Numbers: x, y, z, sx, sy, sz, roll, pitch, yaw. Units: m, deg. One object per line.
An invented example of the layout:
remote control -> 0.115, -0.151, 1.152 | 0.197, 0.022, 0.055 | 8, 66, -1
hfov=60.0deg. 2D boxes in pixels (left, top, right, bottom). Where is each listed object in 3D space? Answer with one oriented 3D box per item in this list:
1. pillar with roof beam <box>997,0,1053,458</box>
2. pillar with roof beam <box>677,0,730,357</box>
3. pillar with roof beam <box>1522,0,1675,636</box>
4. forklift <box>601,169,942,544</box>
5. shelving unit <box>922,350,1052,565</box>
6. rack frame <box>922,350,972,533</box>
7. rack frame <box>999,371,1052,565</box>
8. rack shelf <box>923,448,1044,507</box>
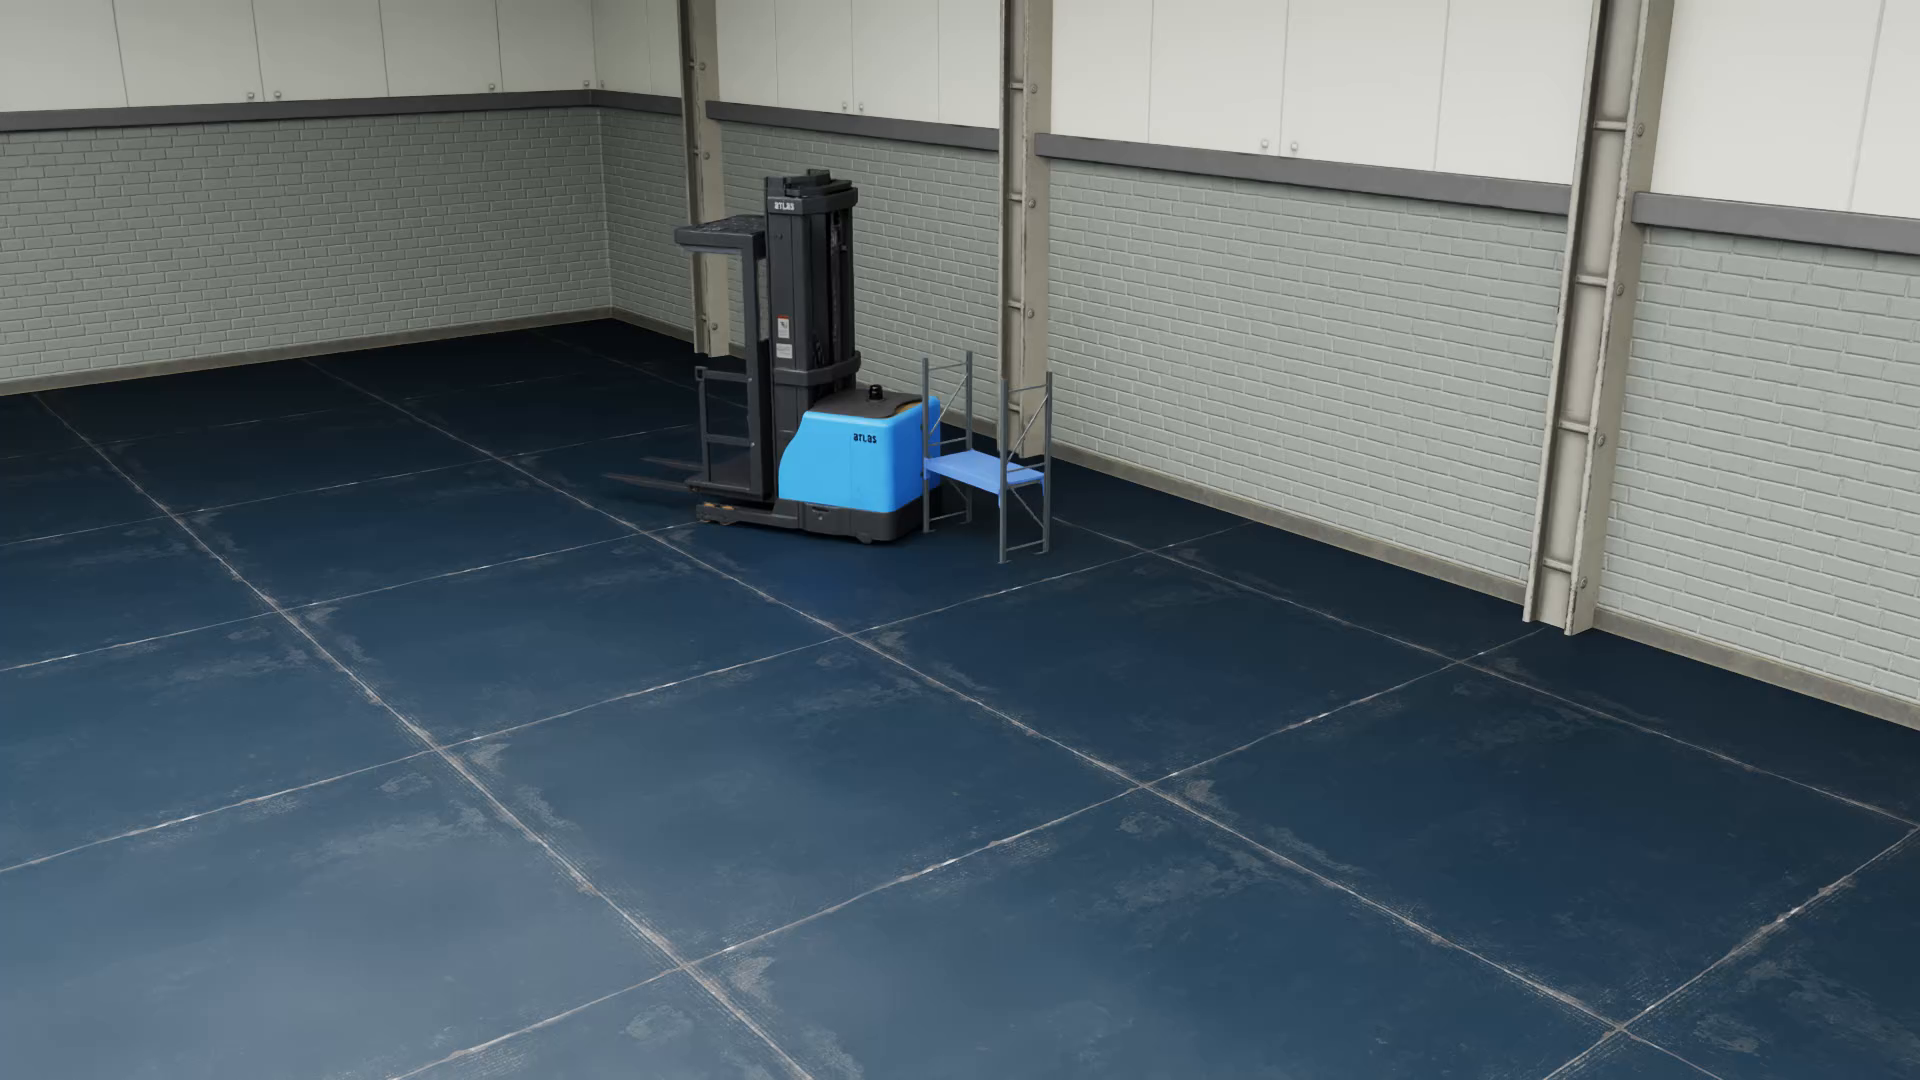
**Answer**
pillar with roof beam -> -2.767, -4.308, 12.557 | 9.100, 9.000, 0.400 | -14, 23, -36
pillar with roof beam -> -6.493, -5.786, 17.022 | 9.100, 9.000, 0.400 | -14, 23, -36
pillar with roof beam -> 0.958, -2.829, 8.092 | 9.100, 9.000, 0.400 | -14, 23, -36
forklift -> -1.712, -1.655, 14.197 | 3.031, 2.935, 1.130 | 8, 20, 24
shelving unit -> 0.208, -0.693, 13.571 | 0.538, 1.500, 1.048 | -14, 23, -36
rack frame -> -0.105, -0.819, 13.951 | 0.500, 1.500, 0.032 | -14, 23, -36
rack frame -> 0.521, -0.567, 13.190 | 0.500, 1.500, 0.032 | -14, 23, -36
rack shelf -> 0.208, -0.523, 13.627 | 0.538, 0.185, 1.000 | -14, 23, -36
